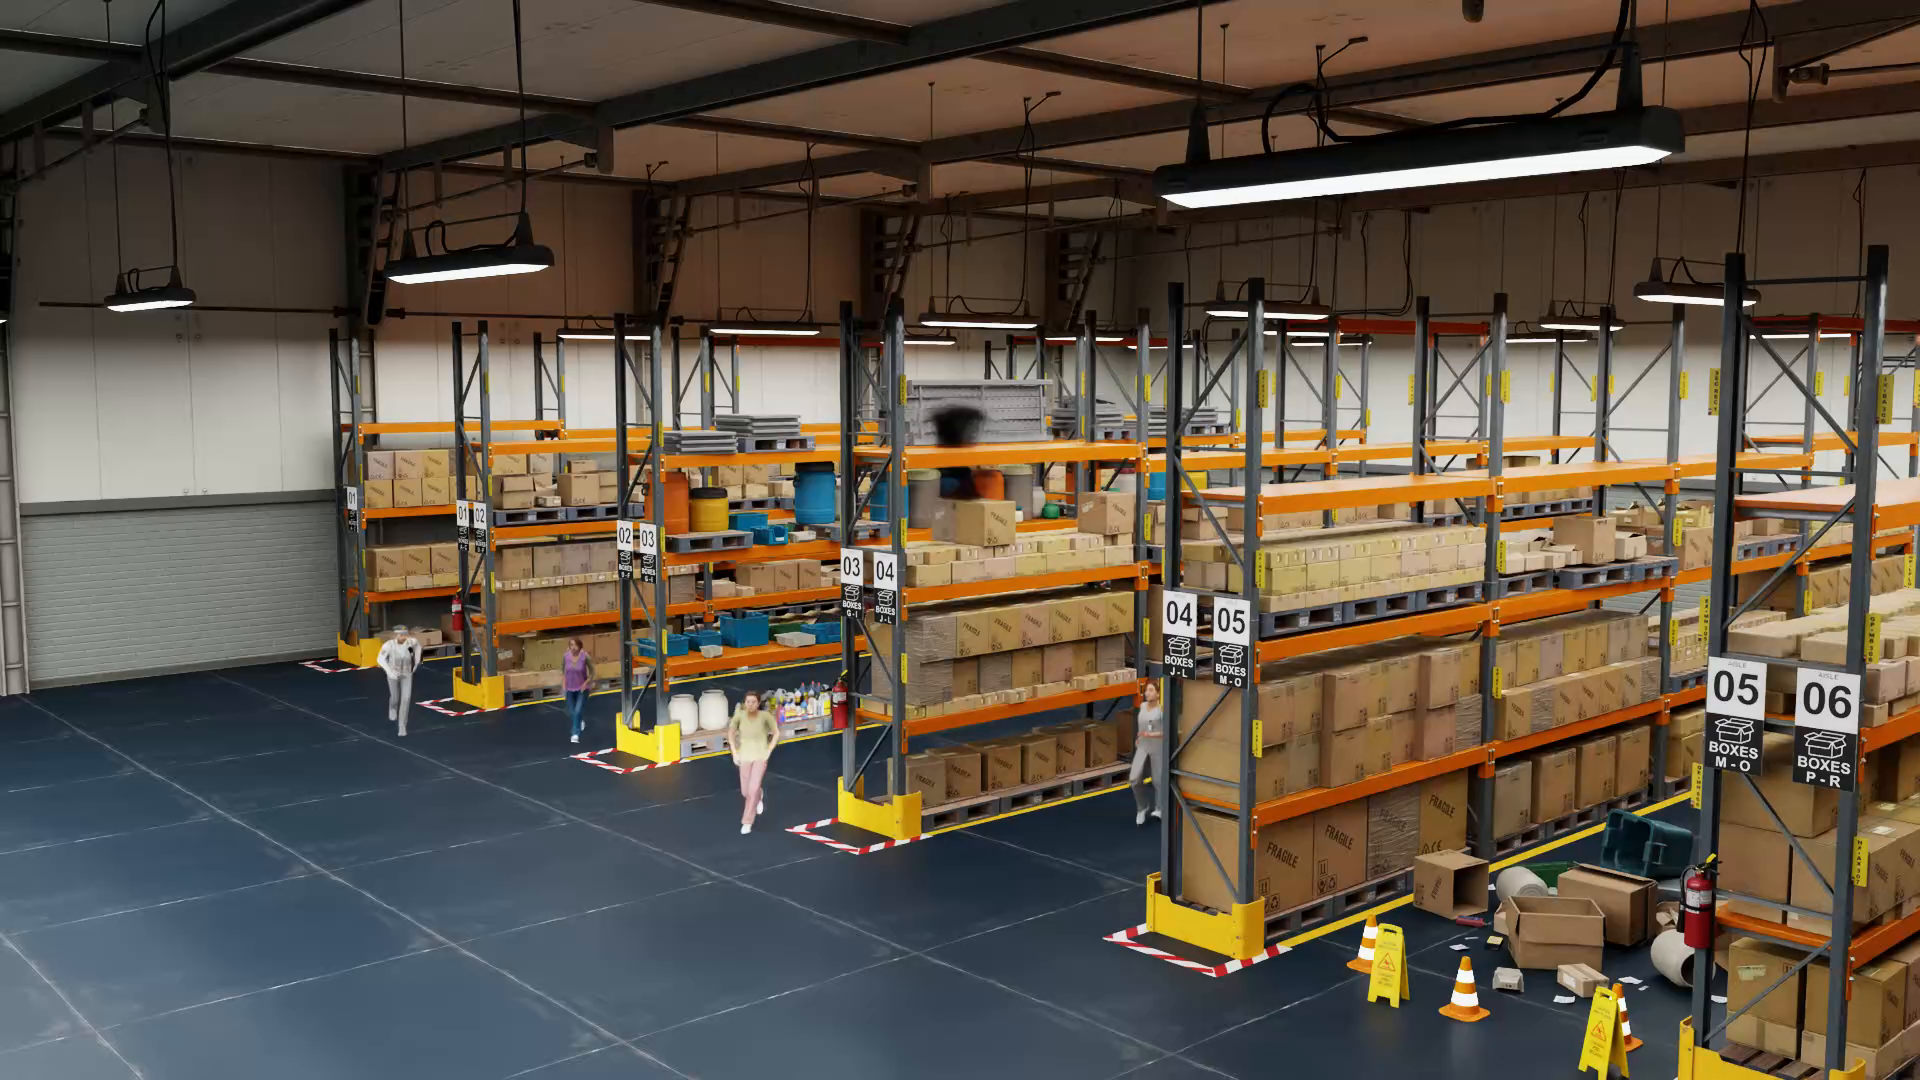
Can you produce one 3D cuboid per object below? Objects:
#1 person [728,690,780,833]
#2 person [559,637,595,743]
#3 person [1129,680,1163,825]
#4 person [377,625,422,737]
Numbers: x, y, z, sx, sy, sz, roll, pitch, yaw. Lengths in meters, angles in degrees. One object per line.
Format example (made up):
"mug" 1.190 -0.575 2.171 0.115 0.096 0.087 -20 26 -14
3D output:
"person" -2.347 2.493 19.090 0.599 1.628 0.701 0 6 2
"person" -5.413 2.096 23.555 0.519 1.519 0.559 0 6 0
"person" 2.222 2.445 19.133 0.527 1.678 0.689 4 7 35
"person" -8.177 1.996 24.232 0.645 1.636 0.965 -3 7 -32
